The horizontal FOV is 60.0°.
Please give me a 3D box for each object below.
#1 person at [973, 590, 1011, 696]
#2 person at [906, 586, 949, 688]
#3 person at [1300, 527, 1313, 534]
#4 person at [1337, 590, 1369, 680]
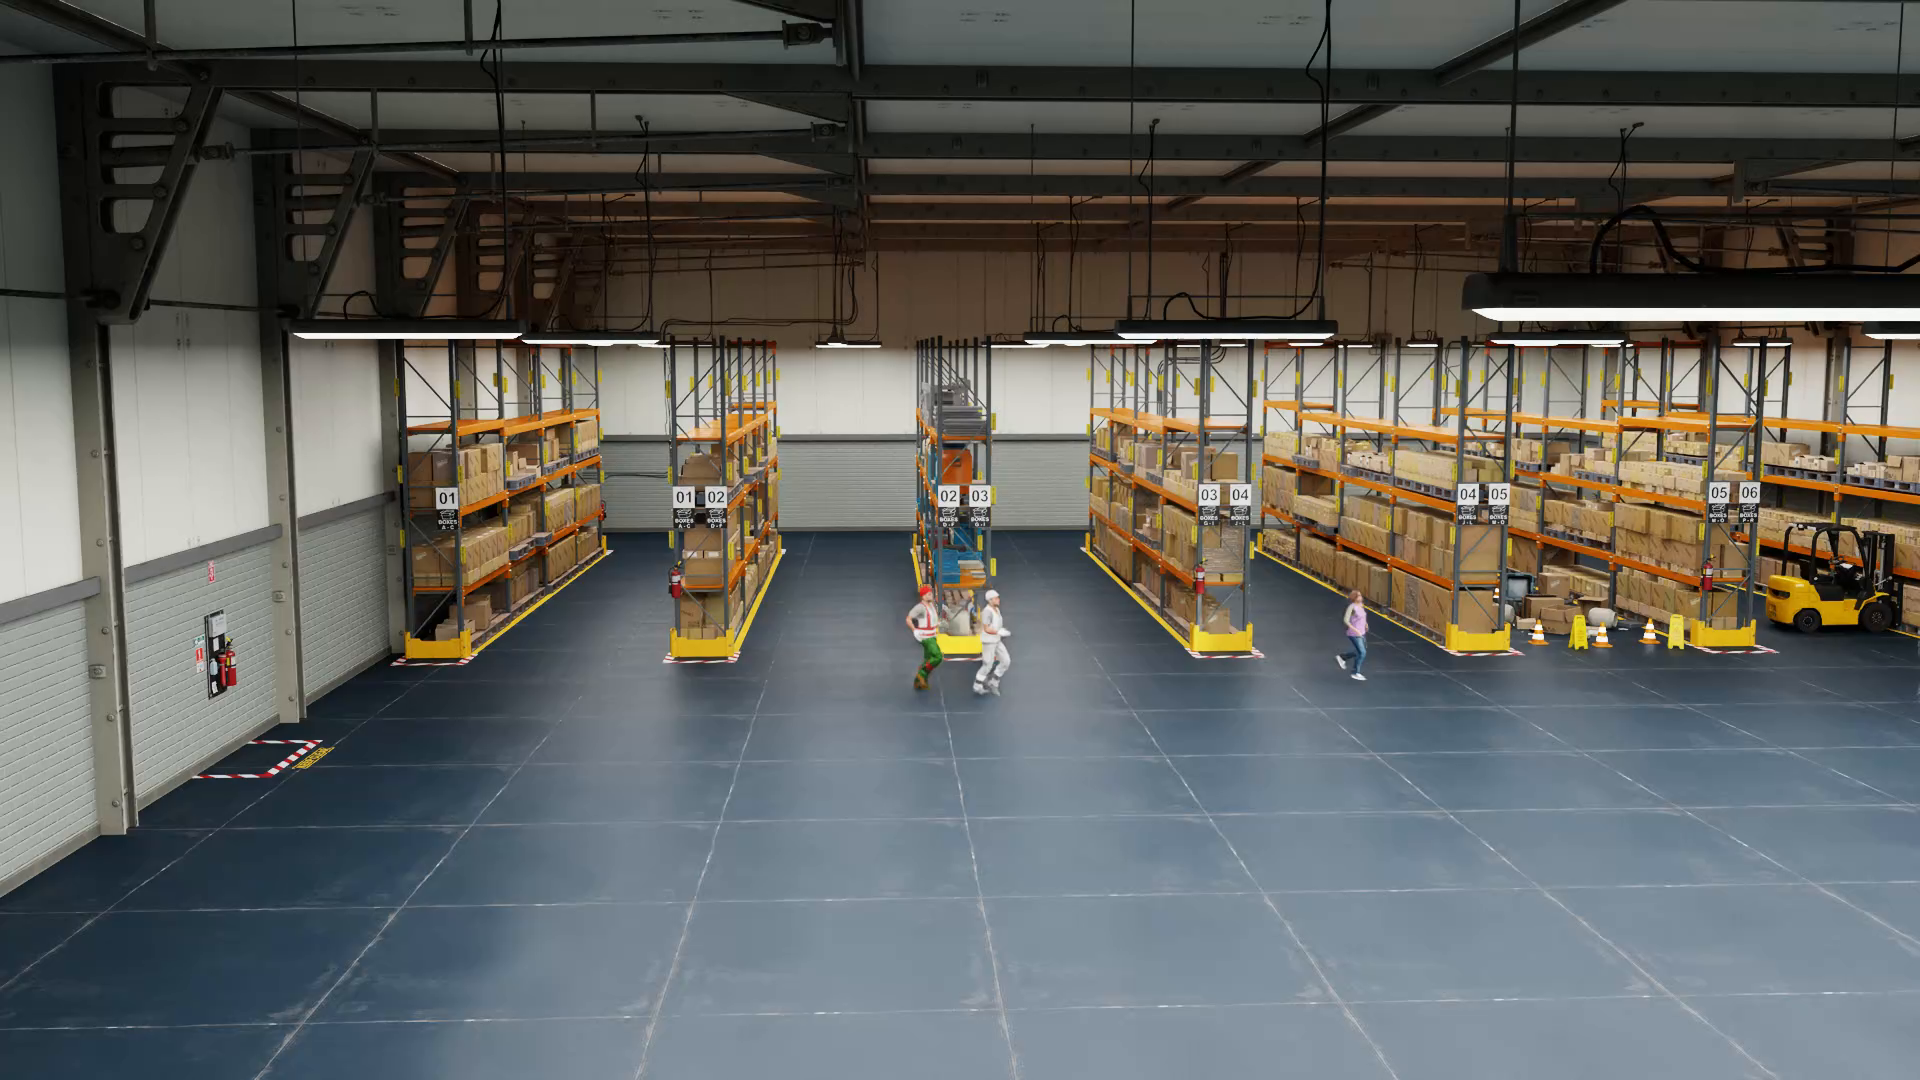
[{"bbox_3d":[0.565,1.727,27.550,0.710,1.821,0.690,3,7,26],"label":"person"},{"bbox_3d":[-0.503,1.649,28.089,0.642,1.742,0.649,2,7,21],"label":"person"},{"bbox_3d":[10.275,-0.663,49.068,0.549,1.666,0.641,-1,7,-8],"label":"person"},{"bbox_3d":[6.879,1.652,29.172,0.557,1.573,0.540,5,8,37],"label":"person"}]
